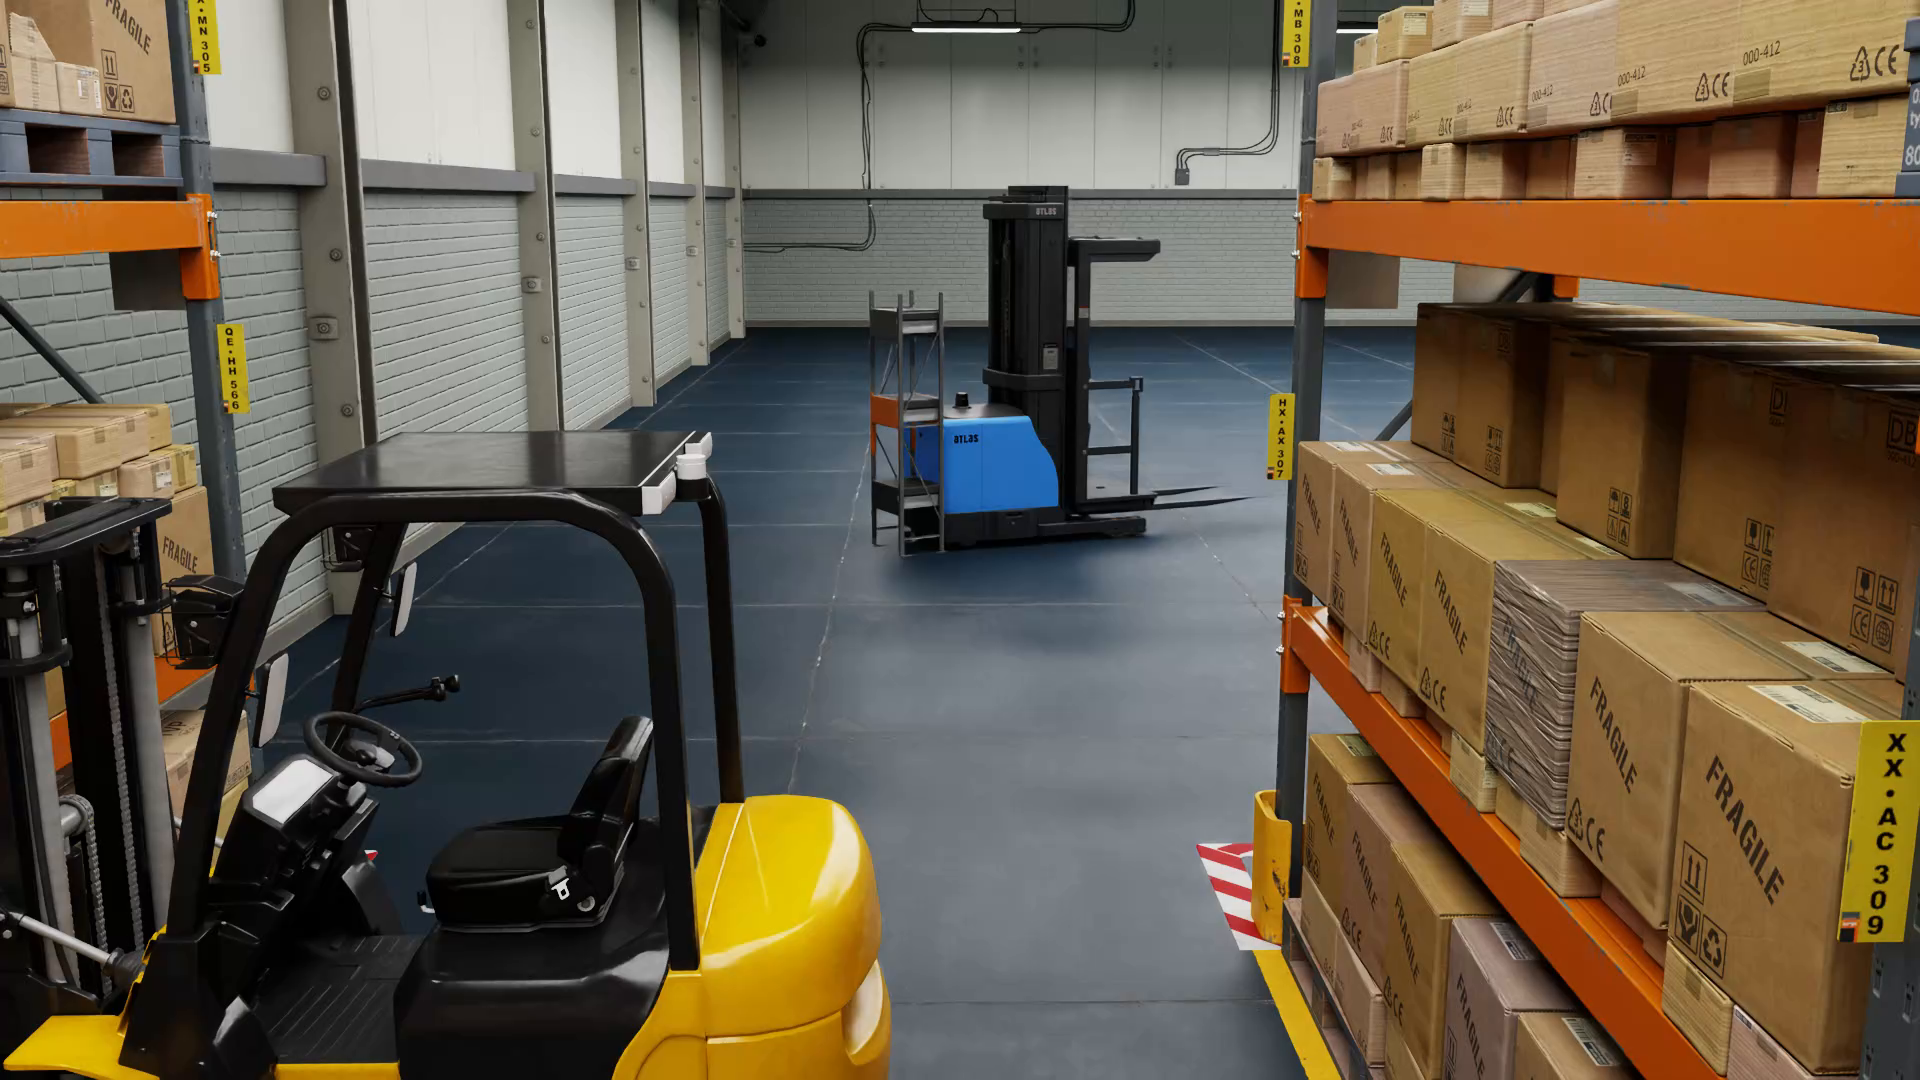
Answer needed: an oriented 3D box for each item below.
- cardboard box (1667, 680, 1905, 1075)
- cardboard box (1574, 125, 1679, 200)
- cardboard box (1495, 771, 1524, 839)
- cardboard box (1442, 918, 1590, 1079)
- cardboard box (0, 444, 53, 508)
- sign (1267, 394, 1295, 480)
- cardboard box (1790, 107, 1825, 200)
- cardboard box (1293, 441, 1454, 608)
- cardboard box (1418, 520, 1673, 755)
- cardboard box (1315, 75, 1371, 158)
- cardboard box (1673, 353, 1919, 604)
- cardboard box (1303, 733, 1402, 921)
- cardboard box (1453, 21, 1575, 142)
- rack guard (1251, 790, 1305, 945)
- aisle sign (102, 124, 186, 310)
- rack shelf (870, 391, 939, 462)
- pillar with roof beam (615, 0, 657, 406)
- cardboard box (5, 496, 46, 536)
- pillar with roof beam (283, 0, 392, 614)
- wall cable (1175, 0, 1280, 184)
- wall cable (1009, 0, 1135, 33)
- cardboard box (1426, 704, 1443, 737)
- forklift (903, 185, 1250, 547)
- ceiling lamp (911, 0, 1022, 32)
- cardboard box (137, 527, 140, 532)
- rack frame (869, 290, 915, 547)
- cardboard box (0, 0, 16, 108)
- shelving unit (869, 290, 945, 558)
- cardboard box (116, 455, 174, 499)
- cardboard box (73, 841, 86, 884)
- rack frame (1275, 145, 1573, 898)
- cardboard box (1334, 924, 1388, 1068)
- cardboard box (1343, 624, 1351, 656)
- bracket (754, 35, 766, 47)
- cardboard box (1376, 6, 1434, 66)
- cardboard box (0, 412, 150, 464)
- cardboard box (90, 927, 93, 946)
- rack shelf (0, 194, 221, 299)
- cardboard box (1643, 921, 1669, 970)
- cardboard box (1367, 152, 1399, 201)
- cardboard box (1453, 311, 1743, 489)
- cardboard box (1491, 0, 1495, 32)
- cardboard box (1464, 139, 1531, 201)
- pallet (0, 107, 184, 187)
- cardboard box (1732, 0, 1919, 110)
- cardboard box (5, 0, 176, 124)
[{"bbox_3d":[1.577,0.547,2.817,0.500,0.500,0.500,-1,11,-3],"label":"cardboard box"},{"bbox_3d":[1.516,-0.784,3.465,0.380,0.149,0.250,0,11,0],"label":"cardboard box"},{"bbox_3d":[1.523,0.637,4.007,0.380,0.149,0.250,0,11,-2],"label":"cardboard box"},{"bbox_3d":[1.530,1.285,4.156,0.500,0.500,0.500,0,11,2],"label":"cardboard box"},{"bbox_3d":[-2.877,-0.185,4.796,0.380,0.149,0.250,0,11,0],"label":"cardboard box"},{"bbox_3d":[1.209,-0.388,6.249,0.100,0.325,0.005,0,11,-1],"label":"sign"},{"bbox_3d":[1.606,-0.630,2.705,0.380,0.149,0.250,0,11,0],"label":"cardboard box"},{"bbox_3d":[1.484,-0.065,5.837,0.500,0.500,0.500,0,11,-2],"label":"cardboard box"},{"bbox_3d":[1.529,0.240,4.332,0.500,0.500,0.500,0,11,-2],"label":"cardboard box"},{"bbox_3d":[1.496,-1.407,5.535,0.500,0.250,0.500,0,11,-2],"label":"cardboard box"},{"bbox_3d":[2.070,-0.145,3.717,0.700,0.500,0.500,0,11,-2],"label":"cardboard box"},{"bbox_3d":[1.493,0.975,5.684,0.500,0.500,0.500,-1,11,-3],"label":"cardboard box"},{"bbox_3d":[1.523,-1.102,4.033,0.500,0.250,0.500,0,11,0],"label":"cardboard box"},{"bbox_3d":[1.753,1.274,6.520,1.175,0.500,0.348,0,11,-1],"label":"rack guard"},{"bbox_3d":[-2.919,-1.233,6.053,0.394,0.787,0.004,0,11,-1],"label":"aisle sign"},{"bbox_3d":[-0.430,-0.937,13.463,0.431,0.518,0.480,-7,13,-29],"label":"rack shelf"},{"bbox_3d":[-0.165,-6.338,22.669,9.100,9.000,0.400,0,11,-1],"label":"pillar with roof beam"},{"bbox_3d":[-2.898,-0.039,4.824,0.380,0.149,0.250,-1,11,-3],"label":"cardboard box"},{"bbox_3d":[0.083,-3.953,10.911,9.100,9.000,0.400,0,11,-1],"label":"pillar with roof beam"},{"bbox_3d":[6.035,-11.000,37.091,2.305,6.003,0.169,0,11,-1],"label":"wall cable"},{"bbox_3d":[2.343,-12.503,36.725,3.097,2.526,0.112,0,11,-1],"label":"wall cable"},{"bbox_3d":[1.559,0.483,4.765,0.380,0.149,0.250,0,11,1],"label":"cardboard box"},{"bbox_3d":[1.051,-1.545,14.301,3.031,2.935,1.130,-5,12,-21],"label":"forklift"},{"bbox_3d":[0.111,-10.818,30.069,2.000,3.185,0.800,0,11,-1],"label":"ceiling lamp"},{"bbox_3d":[-2.937,0.206,5.246,0.500,0.500,0.500,0,11,1],"label":"cardboard box"},{"bbox_3d":[-0.552,-0.992,13.668,0.400,2.100,0.015,-7,13,-29],"label":"rack frame"},{"bbox_3d":[-3.037,-1.427,4.447,0.700,0.500,0.500,0,11,-1],"label":"cardboard box"},{"bbox_3d":[-0.430,-0.950,13.460,0.431,2.100,0.503,-7,13,-29],"label":"shelving unit"},{"bbox_3d":[-2.889,-0.193,5.583,0.380,0.149,0.250,0,11,0],"label":"cardboard box"},{"bbox_3d":[-2.853,0.999,4.935,0.500,0.250,0.500,0,11,0],"label":"cardboard box"},{"bbox_3d":[1.752,0.034,6.346,1.000,3.000,0.127,0,11,-1],"label":"rack frame"},{"bbox_3d":[1.495,1.439,5.281,0.500,0.250,0.500,0,11,1],"label":"cardboard box"},{"bbox_3d":[1.496,0.329,5.525,0.380,0.149,0.250,-1,11,-3],"label":"cardboard box"},{"bbox_3d":[-4.420,-11.025,36.718,0.235,0.232,0.430,0,11,-1],"label":"bracket"},{"bbox_3d":[1.450,-1.482,4.901,0.380,0.149,0.250,0,11,-1],"label":"cardboard box"},{"bbox_3d":[-2.957,-0.338,5.550,0.380,0.149,0.250,0,11,-1],"label":"cardboard box"},{"bbox_3d":[-2.857,1.250,4.956,0.500,0.250,0.500,0,11,-2],"label":"cardboard box"},{"bbox_3d":[-3.170,-0.665,4.055,1.077,0.370,4.000,0,11,-1],"label":"rack shelf"},{"bbox_3d":[1.584,0.788,3.262,0.380,0.149,0.250,0,11,-1],"label":"cardboard box"},{"bbox_3d":[1.500,-1.141,5.225,0.380,0.149,0.250,0,11,0],"label":"cardboard box"},{"bbox_3d":[1.983,-0.449,5.215,0.700,0.500,0.500,0,11,-1],"label":"cardboard box"},{"bbox_3d":[1.555,-1.329,4.149,0.380,0.149,0.250,0,11,0],"label":"cardboard box"},{"bbox_3d":[1.511,-0.936,4.218,0.380,0.149,0.250,-1,11,-3],"label":"cardboard box"},{"bbox_3d":[-3.222,-1.231,5.259,1.003,0.211,1.213,0,11,-1],"label":"pallet"},{"bbox_3d":[1.556,-0.800,2.542,0.500,0.250,0.500,0,11,-2],"label":"cardboard box"},{"bbox_3d":[-2.958,-1.631,5.453,0.500,0.500,0.500,0,11,1],"label":"cardboard box"}]
